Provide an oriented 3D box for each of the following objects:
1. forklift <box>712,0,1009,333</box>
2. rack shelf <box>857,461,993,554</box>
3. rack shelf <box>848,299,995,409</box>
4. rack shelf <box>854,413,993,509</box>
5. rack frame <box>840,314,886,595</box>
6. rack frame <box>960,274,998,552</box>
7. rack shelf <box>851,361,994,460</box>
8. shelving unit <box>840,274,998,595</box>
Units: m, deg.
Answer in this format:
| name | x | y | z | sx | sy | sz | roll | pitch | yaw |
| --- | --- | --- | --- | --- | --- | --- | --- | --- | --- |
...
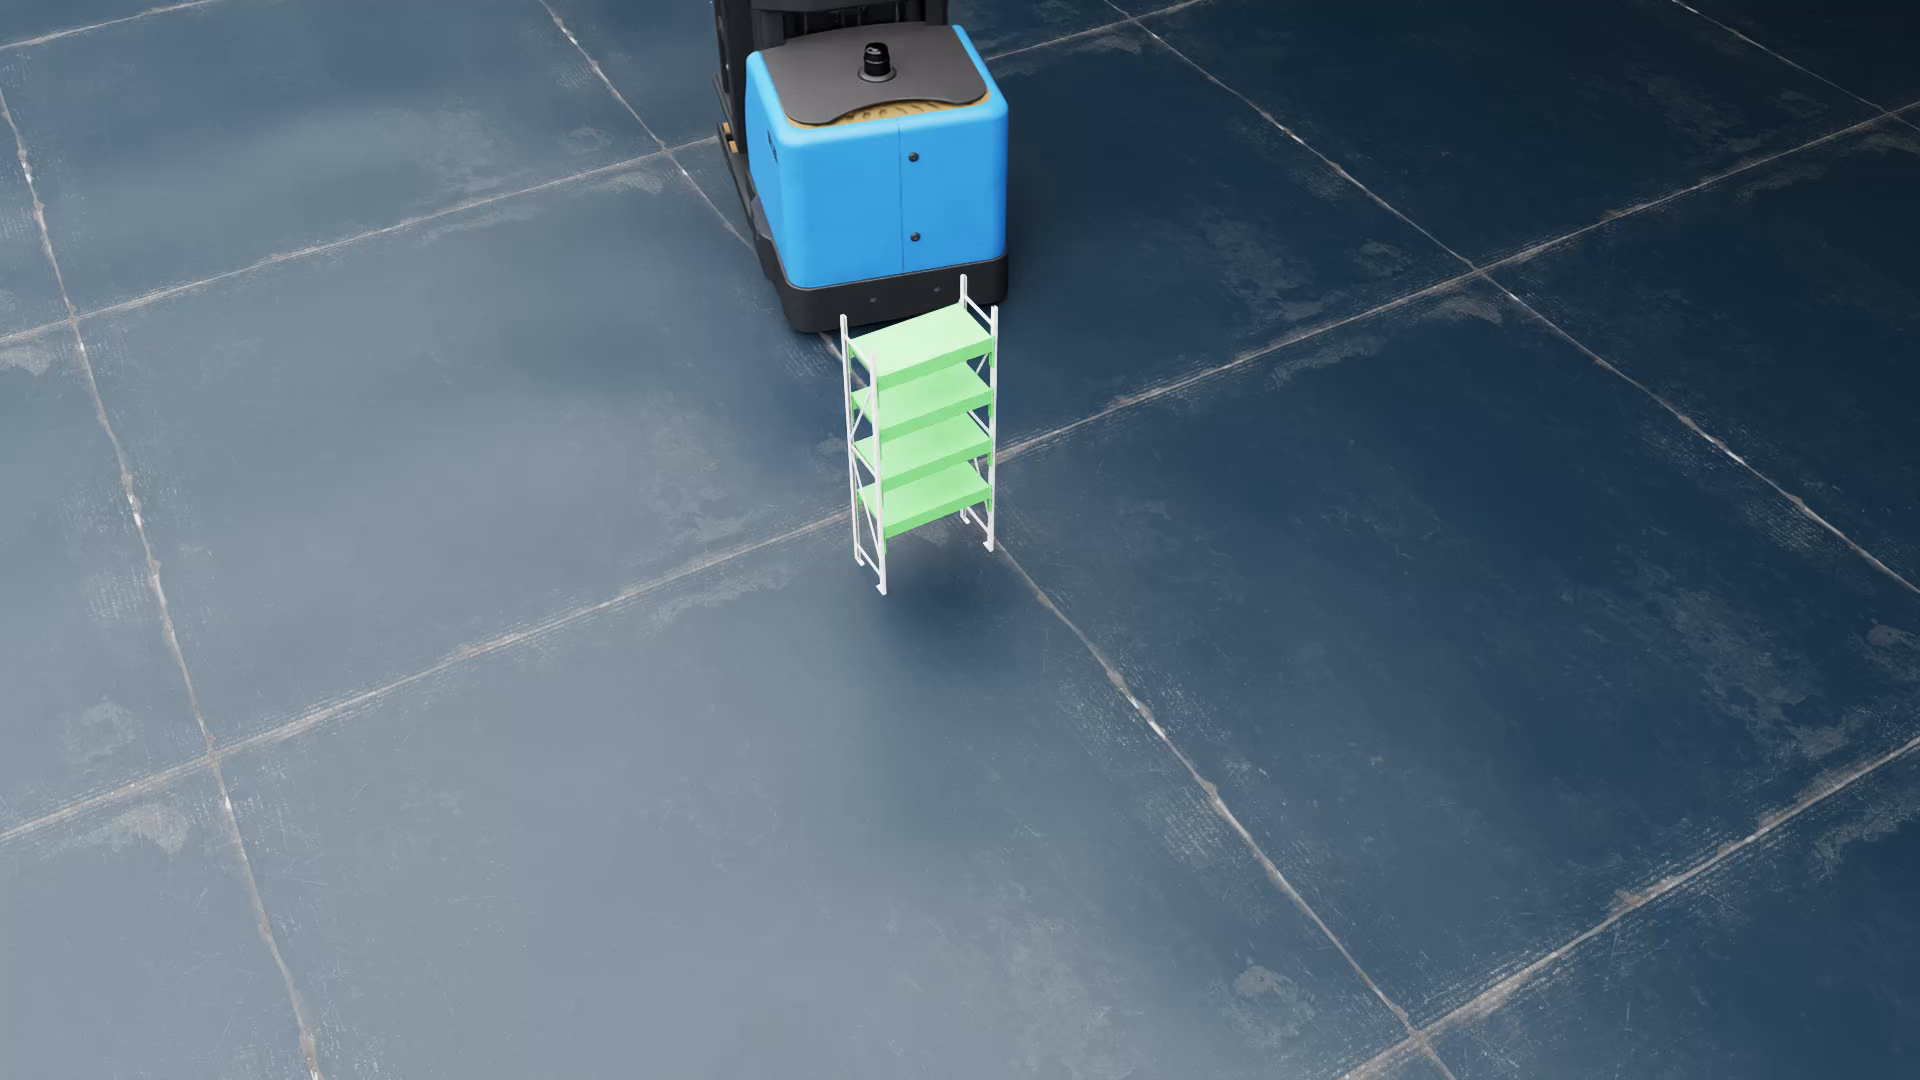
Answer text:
| name | x | y | z | sx | sy | sz | roll | pitch | yaw |
| --- | --- | --- | --- | --- | --- | --- | --- | --- | --- |
| forklift | -0.662 | -3.046 | 7.784 | 1.130 | 2.935 | 3.031 | -11 | 45 | -11 |
| rack shelf | -0.144 | -0.155 | 6.485 | 0.480 | 0.148 | 0.258 | -22 | 48 | -21 |
| rack shelf | -0.144 | -0.672 | 5.983 | 0.480 | 0.148 | 0.258 | -22 | 48 | -21 |
| rack shelf | -0.144 | -0.327 | 6.317 | 0.480 | 0.148 | 0.258 | -22 | 48 | -21 |
| rack frame | -0.355 | -0.288 | 6.186 | 0.015 | 1.200 | 0.240 | -22 | 48 | -21 |
| rack frame | 0.068 | -0.458 | 6.360 | 0.015 | 1.200 | 0.240 | -22 | 48 | -21 |
| rack shelf | -0.144 | -0.500 | 6.150 | 0.480 | 0.148 | 0.258 | -22 | 48 | -21 |
| shelving unit | -0.144 | -0.373 | 6.273 | 0.503 | 1.200 | 0.258 | -22 | 48 | -21 |
